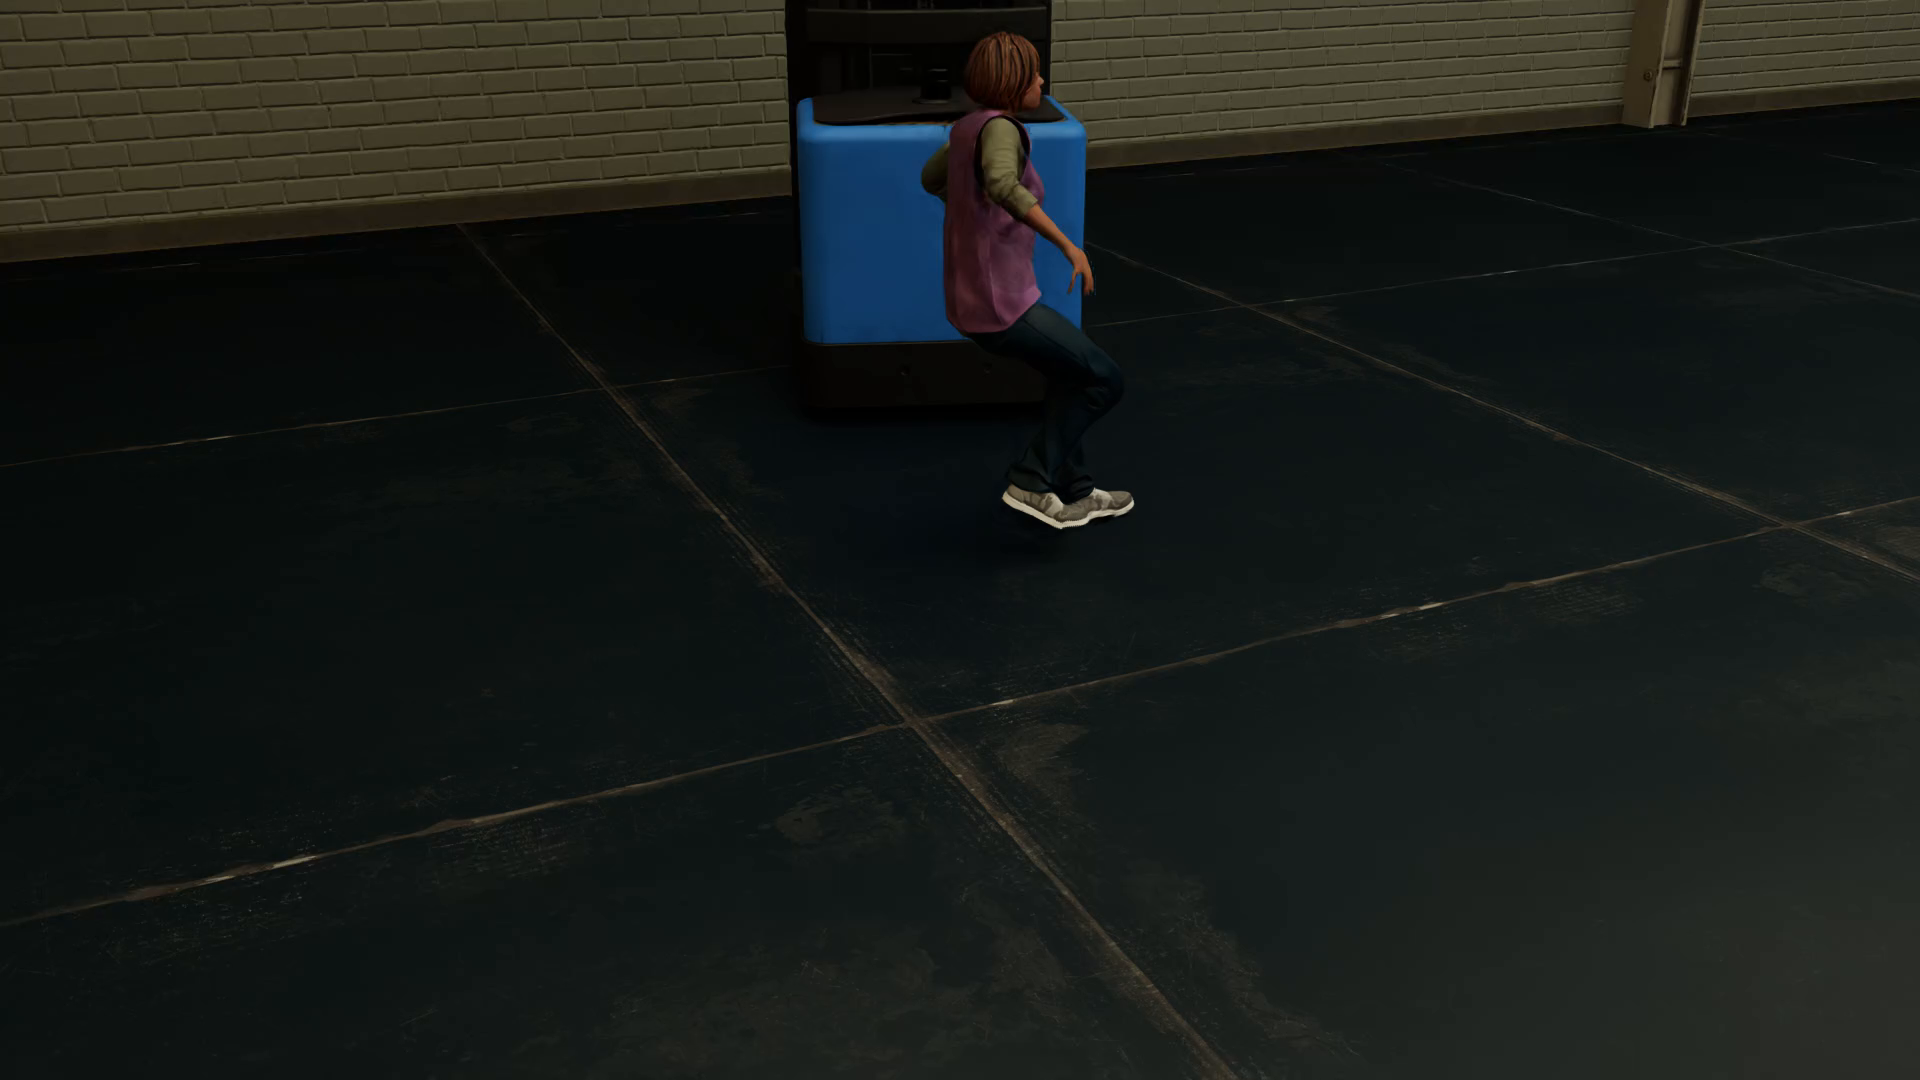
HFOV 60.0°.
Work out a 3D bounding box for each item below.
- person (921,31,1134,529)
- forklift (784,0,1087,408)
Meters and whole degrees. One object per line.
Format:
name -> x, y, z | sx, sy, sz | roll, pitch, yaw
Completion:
person -> 0.253, -0.724, 4.892 | 0.643, 1.487, 0.876 | -4, 23, -9
forklift -> -0.195, -2.362, 6.971 | 1.130, 2.935, 3.031 | -2, 23, -5
